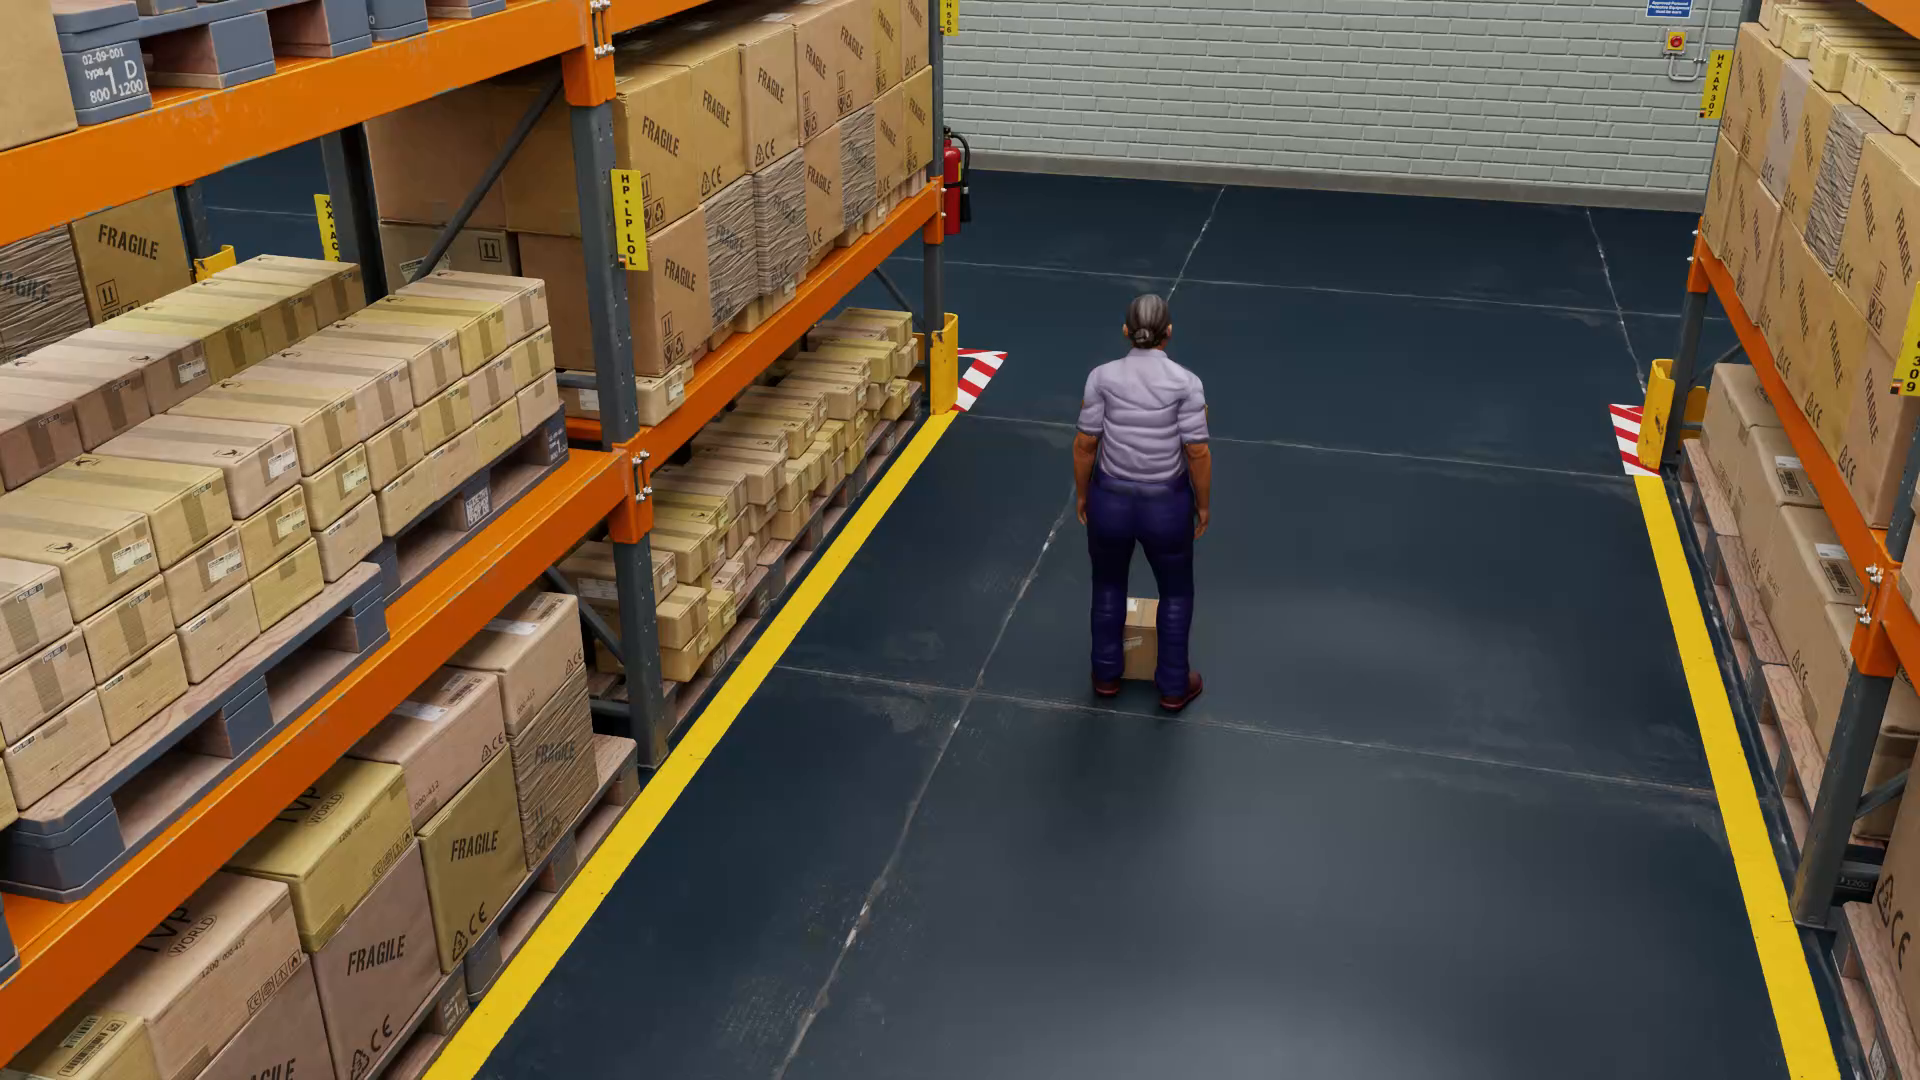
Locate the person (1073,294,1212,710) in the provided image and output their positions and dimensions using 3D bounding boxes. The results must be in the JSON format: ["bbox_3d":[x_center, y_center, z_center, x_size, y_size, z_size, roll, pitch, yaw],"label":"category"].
[{"bbox_3d":[0.705,-0.132,6.396,0.538,1.652,0.414,7,26,13],"label":"person"}]
